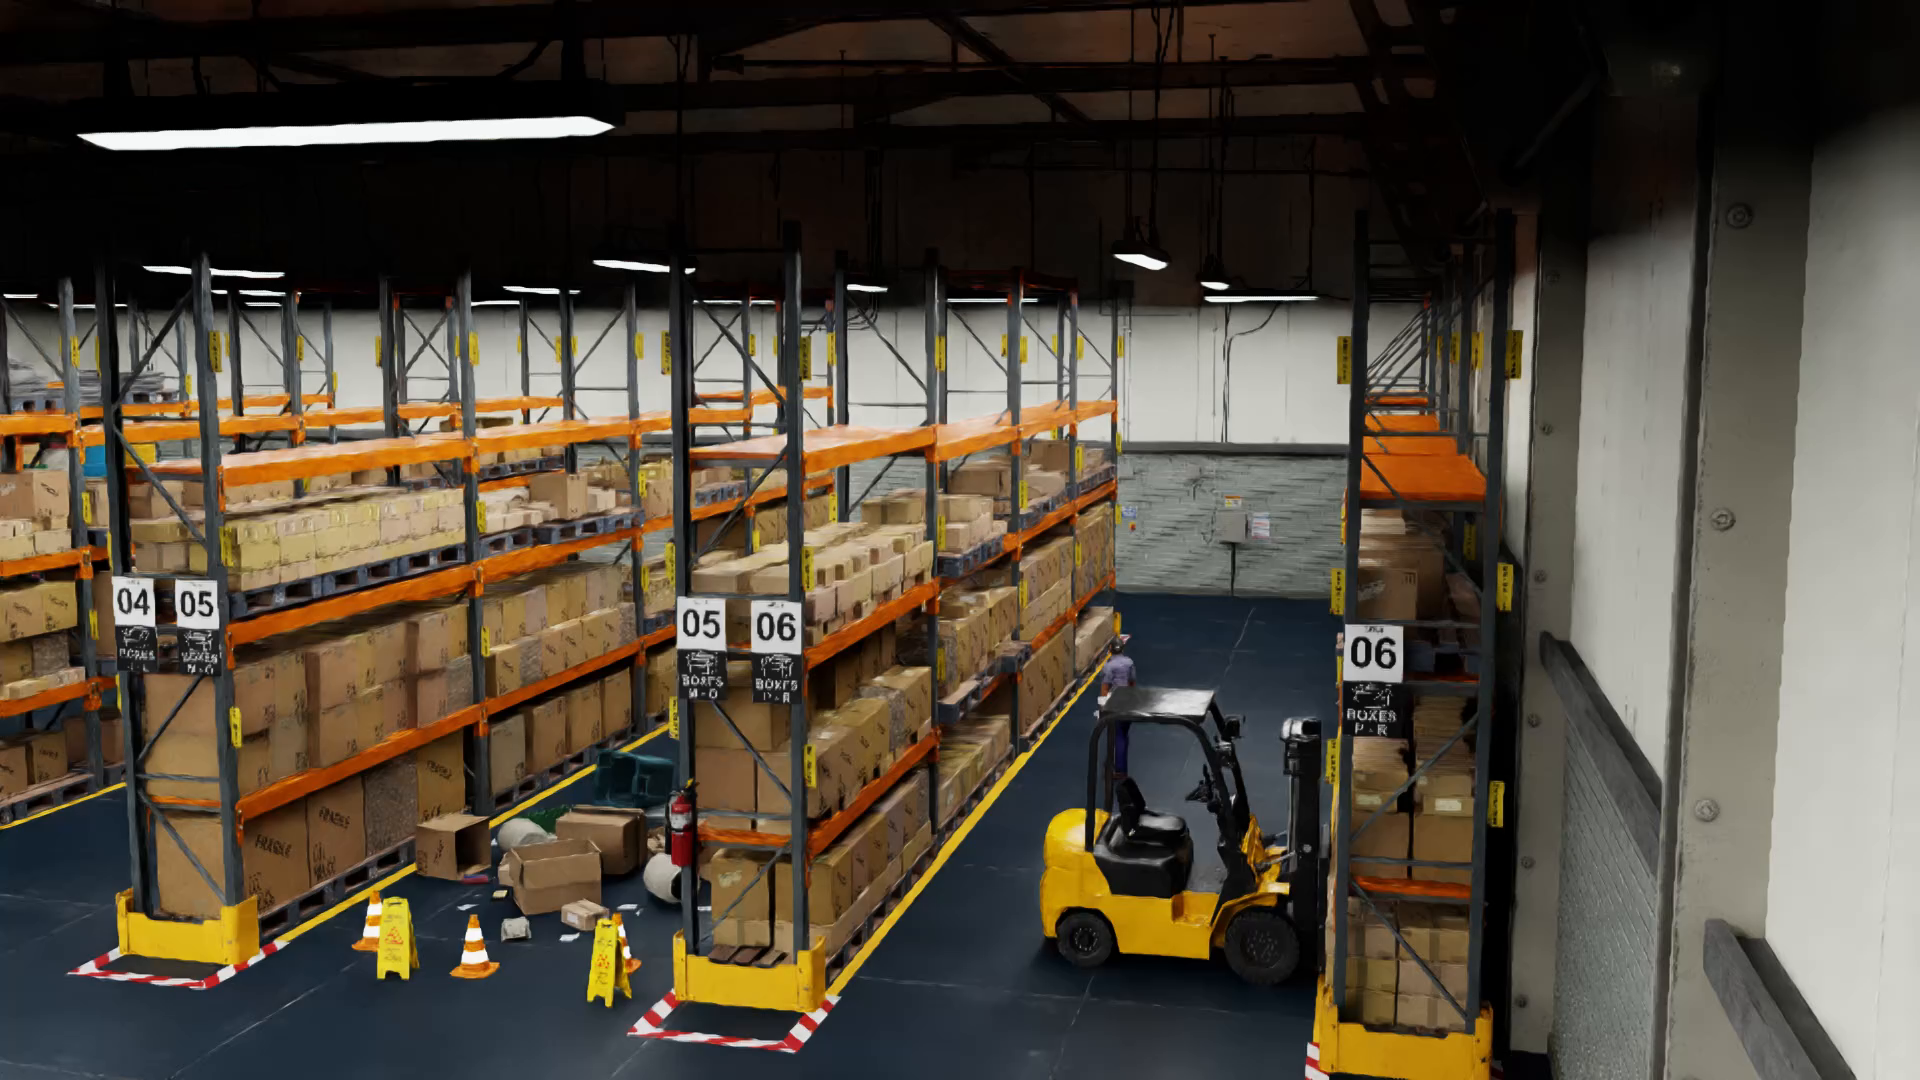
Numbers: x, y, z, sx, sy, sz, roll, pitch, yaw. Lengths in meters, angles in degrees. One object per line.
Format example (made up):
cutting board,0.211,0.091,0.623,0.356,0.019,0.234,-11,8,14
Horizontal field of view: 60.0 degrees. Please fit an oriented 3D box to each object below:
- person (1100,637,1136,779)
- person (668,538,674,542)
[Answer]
person,1.836,1.953,19.622,0.598,1.644,0.556,-7,10,-44
person,-5.134,0.734,29.834,0.447,1.574,1.088,2,7,16
